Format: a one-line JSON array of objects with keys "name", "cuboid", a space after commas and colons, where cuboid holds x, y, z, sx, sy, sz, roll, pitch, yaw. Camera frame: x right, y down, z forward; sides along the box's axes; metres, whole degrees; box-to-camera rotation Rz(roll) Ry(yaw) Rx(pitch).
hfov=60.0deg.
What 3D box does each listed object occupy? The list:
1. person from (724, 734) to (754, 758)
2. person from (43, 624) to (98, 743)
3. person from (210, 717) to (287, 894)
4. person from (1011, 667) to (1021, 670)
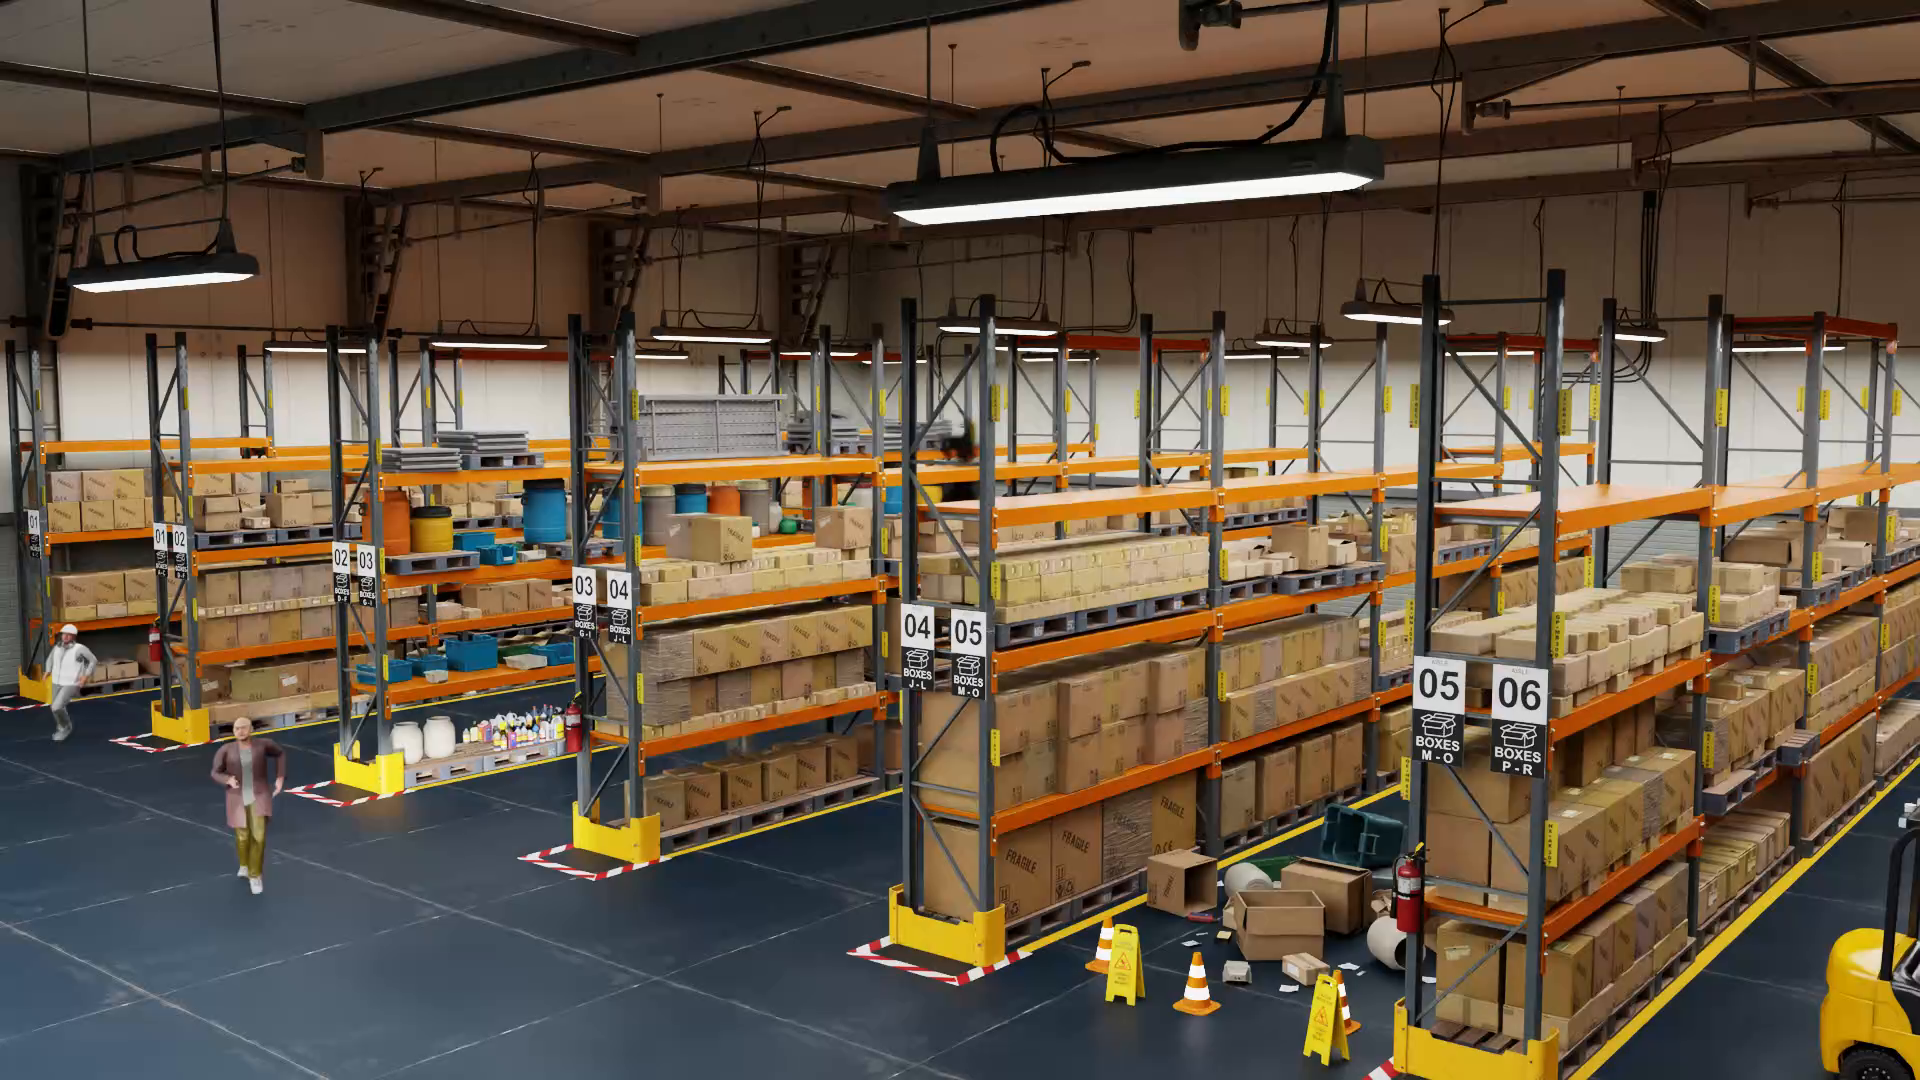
[{"name": "person", "cuboid": [-2.943, 2.065, 21.747, 0.652, 1.836, 0.653, 3, 6, 27]}, {"name": "person", "cuboid": [-13.141, 2.106, 24.473, 0.714, 1.746, 0.637, 1, 5, 12]}, {"name": "person", "cuboid": [-7.409, 2.748, 17.347, 0.723, 1.820, 0.826, -2, 5, -18]}, {"name": "person", "cuboid": [0.769, 2.259, 20.386, 0.546, 1.650, 0.785, 3, 6, 32]}]
